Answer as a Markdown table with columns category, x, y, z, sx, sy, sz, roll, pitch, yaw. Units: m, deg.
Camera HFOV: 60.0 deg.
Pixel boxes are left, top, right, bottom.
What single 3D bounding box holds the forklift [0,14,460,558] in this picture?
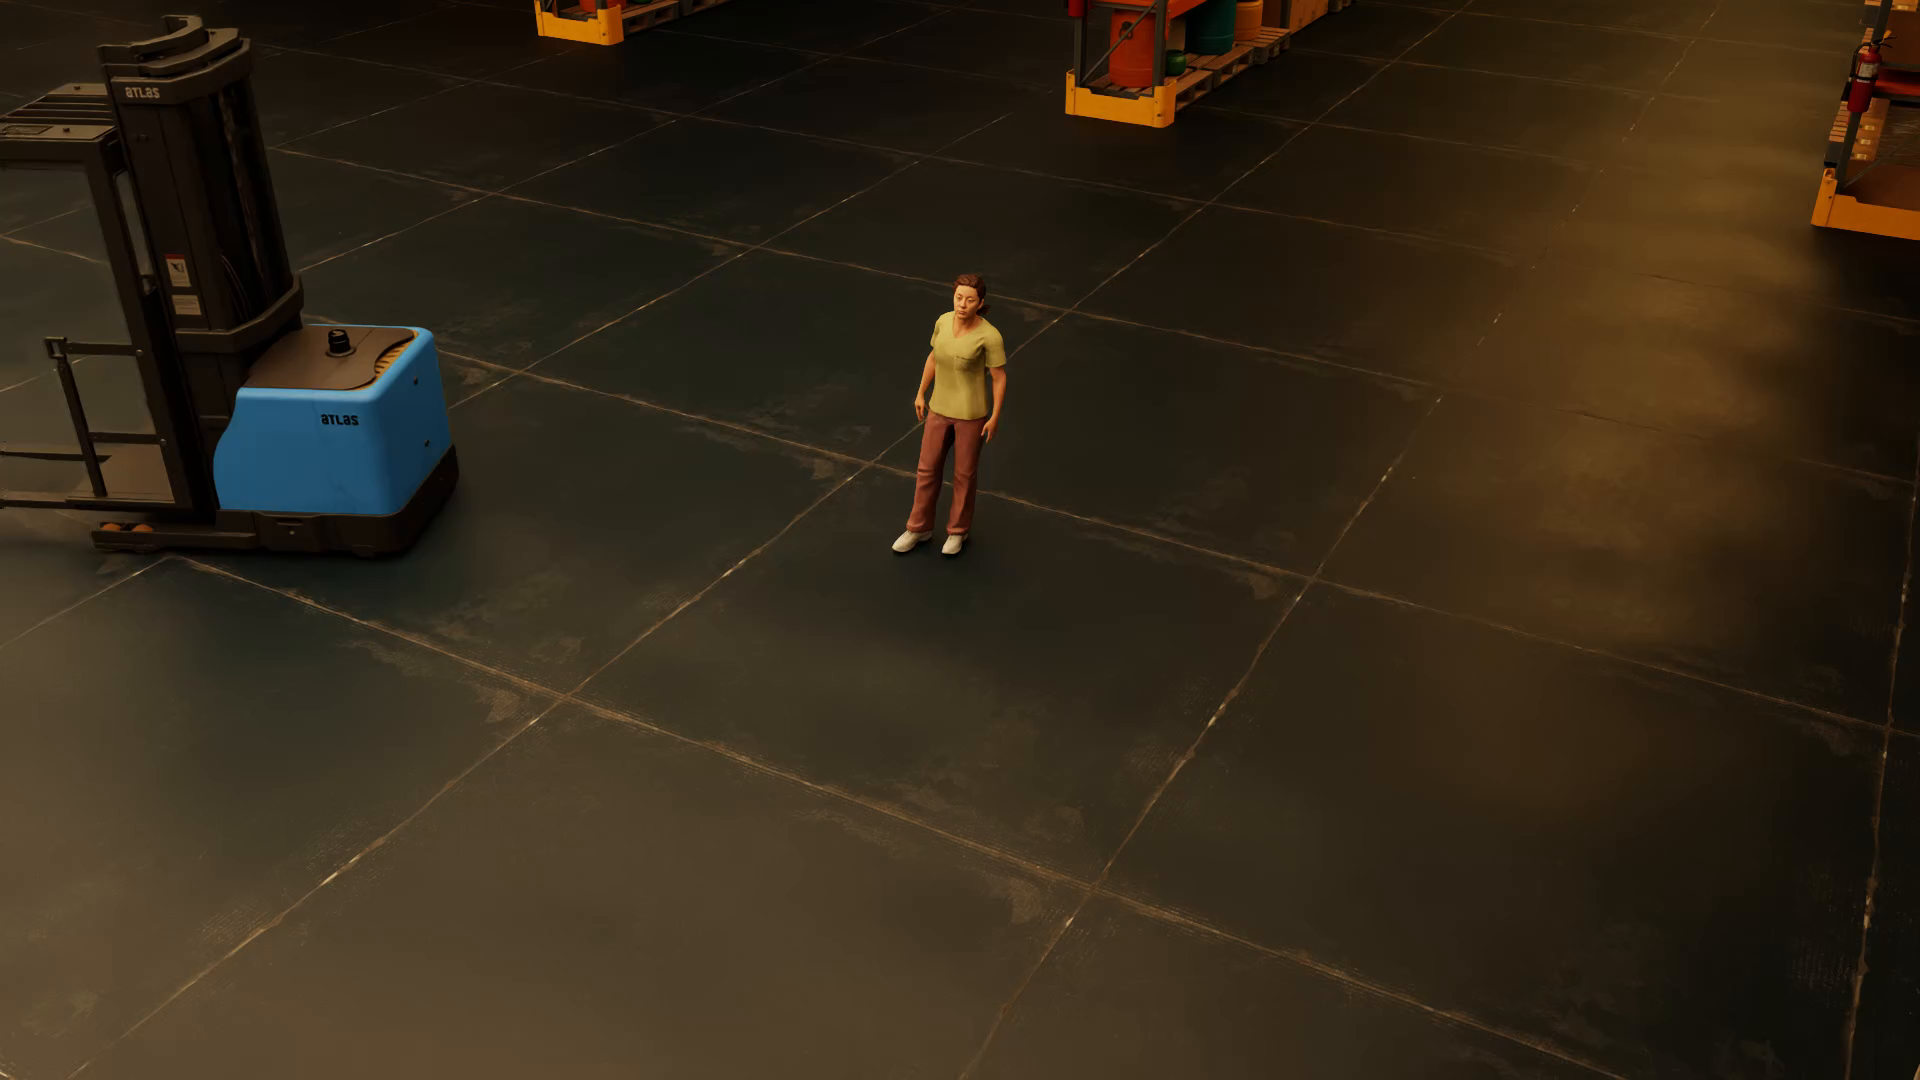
| category | x | y | z | sx | sy | sz | roll | pitch | yaw |
| --- | --- | --- | --- | --- | --- | --- | --- | --- | --- |
| forklift | -4.720 | -1.451 | 9.585 | 3.031 | 2.935 | 1.130 | 2 | 30 | 4 |

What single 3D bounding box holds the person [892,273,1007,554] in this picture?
| category | x | y | z | sx | sy | sz | roll | pitch | yaw |
| --- | --- | --- | --- | --- | --- | --- | --- | --- | --- |
| person | -0.046 | -0.703 | 9.529 | 0.553 | 1.673 | 0.548 | 15 | 33 | 25 |
